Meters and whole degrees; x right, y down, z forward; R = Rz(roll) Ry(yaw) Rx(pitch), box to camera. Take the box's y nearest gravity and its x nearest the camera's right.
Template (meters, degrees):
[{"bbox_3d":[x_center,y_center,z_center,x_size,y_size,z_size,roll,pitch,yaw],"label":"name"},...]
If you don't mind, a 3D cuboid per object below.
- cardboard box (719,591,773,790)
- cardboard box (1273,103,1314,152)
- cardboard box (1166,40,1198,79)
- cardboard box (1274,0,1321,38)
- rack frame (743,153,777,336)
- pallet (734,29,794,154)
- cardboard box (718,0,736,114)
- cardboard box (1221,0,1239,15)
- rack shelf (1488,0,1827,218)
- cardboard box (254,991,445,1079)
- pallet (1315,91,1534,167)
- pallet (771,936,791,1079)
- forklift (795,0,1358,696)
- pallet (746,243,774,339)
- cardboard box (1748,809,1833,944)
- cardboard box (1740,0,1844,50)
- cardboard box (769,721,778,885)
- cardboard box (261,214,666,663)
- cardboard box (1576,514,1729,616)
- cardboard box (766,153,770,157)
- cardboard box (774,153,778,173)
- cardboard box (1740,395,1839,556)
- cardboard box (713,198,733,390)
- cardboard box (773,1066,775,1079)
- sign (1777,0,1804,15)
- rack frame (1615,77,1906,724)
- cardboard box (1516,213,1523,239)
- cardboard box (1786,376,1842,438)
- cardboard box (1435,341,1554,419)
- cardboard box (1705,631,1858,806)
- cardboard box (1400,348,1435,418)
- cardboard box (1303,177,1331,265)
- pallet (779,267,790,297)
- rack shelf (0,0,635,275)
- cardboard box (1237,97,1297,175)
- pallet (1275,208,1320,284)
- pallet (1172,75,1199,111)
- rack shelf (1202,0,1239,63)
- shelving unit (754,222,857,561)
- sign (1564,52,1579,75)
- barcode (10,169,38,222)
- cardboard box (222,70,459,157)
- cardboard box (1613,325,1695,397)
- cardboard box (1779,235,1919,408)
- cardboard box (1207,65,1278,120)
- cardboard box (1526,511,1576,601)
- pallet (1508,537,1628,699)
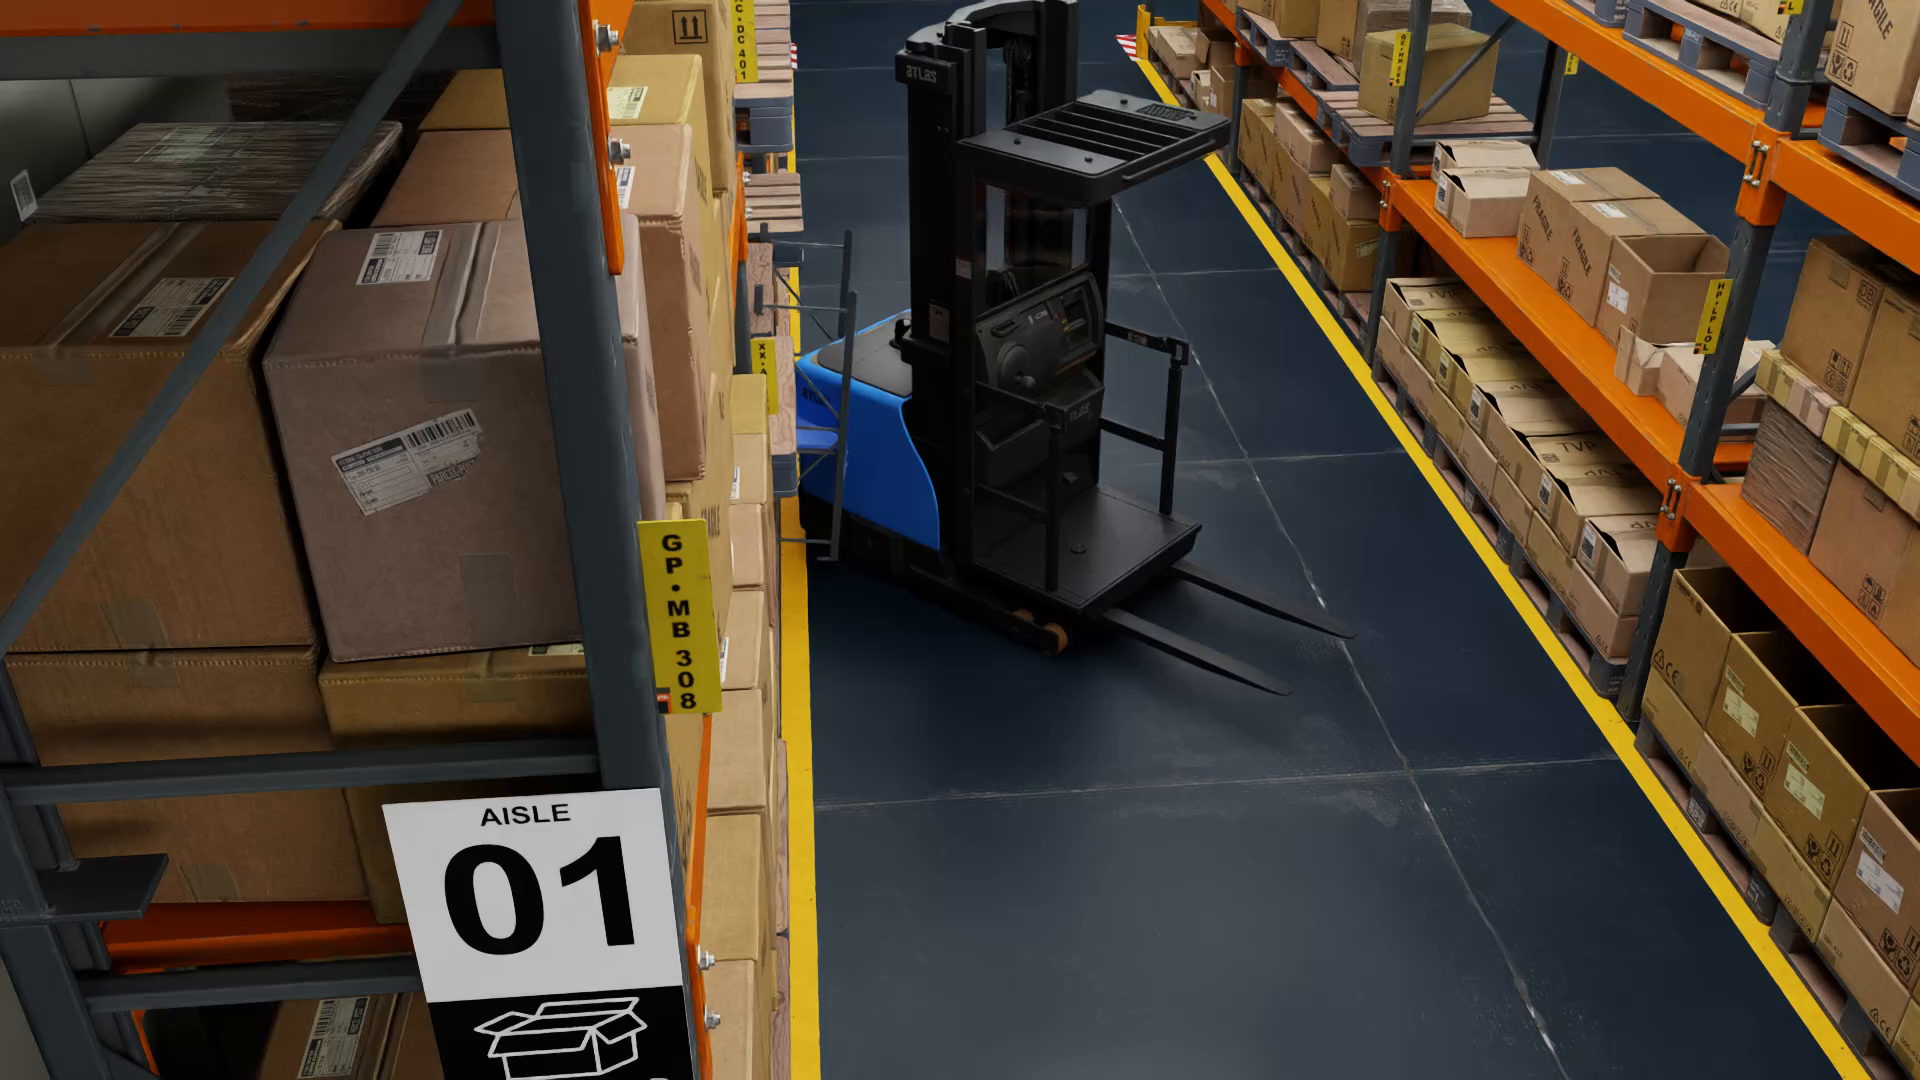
[{"bbox_3d":[-0.822,0.499,4.886,0.500,0.500,0.500,-2,31,-3],"label":"cardboard box"},{"bbox_3d":[2.768,-3.232,13.013,0.500,0.250,0.500,-3,31,-4],"label":"cardboard box"},{"bbox_3d":[2.360,-4.812,16.634,0.500,0.250,0.500,-3,31,-5],"label":"cardboard box"},{"bbox_3d":[2.821,-4.186,12.826,0.700,0.500,0.500,2,31,3],"label":"cardboard box"},{"bbox_3d":[-1.686,-2.282,10.145,1.000,3.000,0.127,-3,31,-5],"label":"rack frame"},{"bbox_3d":[-1.263,-1.767,6.541,1.213,0.211,1.003,-3,31,-5],"label":"pallet"},{"bbox_3d":[-0.933,-1.484,4.793,0.500,0.500,0.500,-1,31,-2],"label":"cardboard box"},{"bbox_3d":[2.570,-4.849,14.346,0.500,0.500,0.500,-2,31,-4],"label":"cardboard box"},{"bbox_3d":[3.433,-2.479,8.251,1.077,0.370,4.000,-3,31,-5],"label":"rack shelf"},{"bbox_3d":[-1.194,1.306,3.534,0.500,0.500,0.500,-3,31,-5],"label":"cardboard box"},{"bbox_3d":[3.113,-2.781,11.168,1.213,0.211,1.003,-3,31,-5],"label":"pallet"},{"bbox_3d":[-1.097,1.923,5.825,1.003,0.211,1.213,-3,31,-5],"label":"pallet"},{"bbox_3d":[0.562,-0.987,8.043,3.031,2.935,1.130,23,38,34],"label":"forklift"},{"bbox_3d":[-1.460,-1.191,8.505,1.003,0.211,1.213,-3,31,-5],"label":"pallet"},{"bbox_3d":[3.445,1.284,6.448,0.500,0.250,0.500,-3,31,-5],"label":"cardboard box"},{"bbox_3d":[3.572,-2.198,6.815,0.500,0.250,0.500,0,31,1],"label":"cardboard box"},{"bbox_3d":[-0.817,0.811,5.094,0.500,0.250,0.500,-2,31,-4],"label":"cardboard box"},{"bbox_3d":[-0.732,-0.174,2.599,0.500,0.500,0.500,-5,31,-8],"label":"cardboard box"},{"bbox_3d":[3.297,0.088,7.903,0.500,0.311,0.500,-3,31,-5],"label":"cardboard box"},{"bbox_3d":[-1.441,-2.630,10.954,0.380,0.149,0.250,-2,31,-3],"label":"cardboard box"},{"bbox_3d":[-1.783,-2.802,12.703,0.750,0.750,0.750,-2,31,-3],"label":"cardboard box"},{"bbox_3d":[3.668,-0.295,6.722,0.700,0.500,0.500,-4,31,-6],"label":"cardboard box"},{"bbox_3d":[-0.859,-0.533,4.174,0.500,0.500,0.500,-1,31,-2],"label":"cardboard box"},{"bbox_3d":[-0.985,1.661,5.552,0.700,0.500,0.500,-5,31,-8],"label":"cardboard box"},{"bbox_3d":[3.080,-2.093,6.092,0.100,0.325,0.005,-3,31,-5],"label":"sign"},{"bbox_3d":[3.620,-0.479,7.126,1.000,3.000,0.127,-3,31,-5],"label":"rack frame"},{"bbox_3d":[3.421,-1.765,9.524,0.380,0.149,0.250,-1,31,-1],"label":"cardboard box"},{"bbox_3d":[3.476,-0.526,6.475,0.380,0.149,0.250,-2,31,-4],"label":"cardboard box"},{"bbox_3d":[3.105,-0.952,9.643,0.500,0.311,0.500,-4,31,-6],"label":"cardboard box"},{"bbox_3d":[3.406,0.706,6.683,0.500,0.500,0.500,-3,31,-5],"label":"cardboard box"},{"bbox_3d":[3.050,-0.983,10.242,0.500,0.250,0.500,-4,31,-6],"label":"cardboard box"},{"bbox_3d":[2.877,-2.367,12.297,0.500,0.500,0.500,-4,31,-6],"label":"cardboard box"},{"bbox_3d":[-1.795,-2.112,12.580,1.003,0.211,1.213,-3,31,-5],"label":"pallet"},{"bbox_3d":[-1.125,-1.484,3.663,1.077,0.370,4.000,-3,31,-5],"label":"rack shelf"},{"bbox_3d":[2.675,-3.420,14.060,0.500,0.500,0.500,-4,31,-7],"label":"cardboard box"},{"bbox_3d":[3.103,-2.328,12.942,1.003,0.211,1.213,-3,31,-5],"label":"pallet"},{"bbox_3d":[2.692,-4.341,16.312,1.003,0.211,1.213,-3,31,-5],"label":"pallet"},{"bbox_3d":[2.685,-5.275,15.858,1.077,0.370,4.000,-3,31,-5],"label":"rack shelf"},{"bbox_3d":[-0.866,-0.806,8.934,0.538,1.500,1.048,3,27,-7],"label":"shelving unit"},{"bbox_3d":[3.798,-3.046,10.296,0.100,0.325,0.005,-3,31,-5],"label":"sign"},{"bbox_3d":[-1.502,-0.553,2.669,0.001,0.075,0.075,-3,31,-5],"label":"barcode"},{"bbox_3d":[-1.364,-0.961,3.917,0.500,0.500,0.500,-3,31,-5],"label":"cardboard box"},{"bbox_3d":[3.355,-0.861,7.898,0.396,0.266,0.258,-3,31,-6],"label":"cardboard box"},{"bbox_3d":[3.668,-0.852,6.389,0.700,0.500,0.500,-3,31,-4],"label":"cardboard box"},{"bbox_3d":[2.537,-3.956,14.957,0.500,0.500,0.500,-3,31,-5],"label":"cardboard box"},{"bbox_3d":[3.247,0.065,8.488,0.500,0.250,0.500,-3,31,-5],"label":"cardboard box"},{"bbox_3d":[3.512,0.344,8.468,1.003,0.211,1.213,-3,31,-5],"label":"pallet"}]
